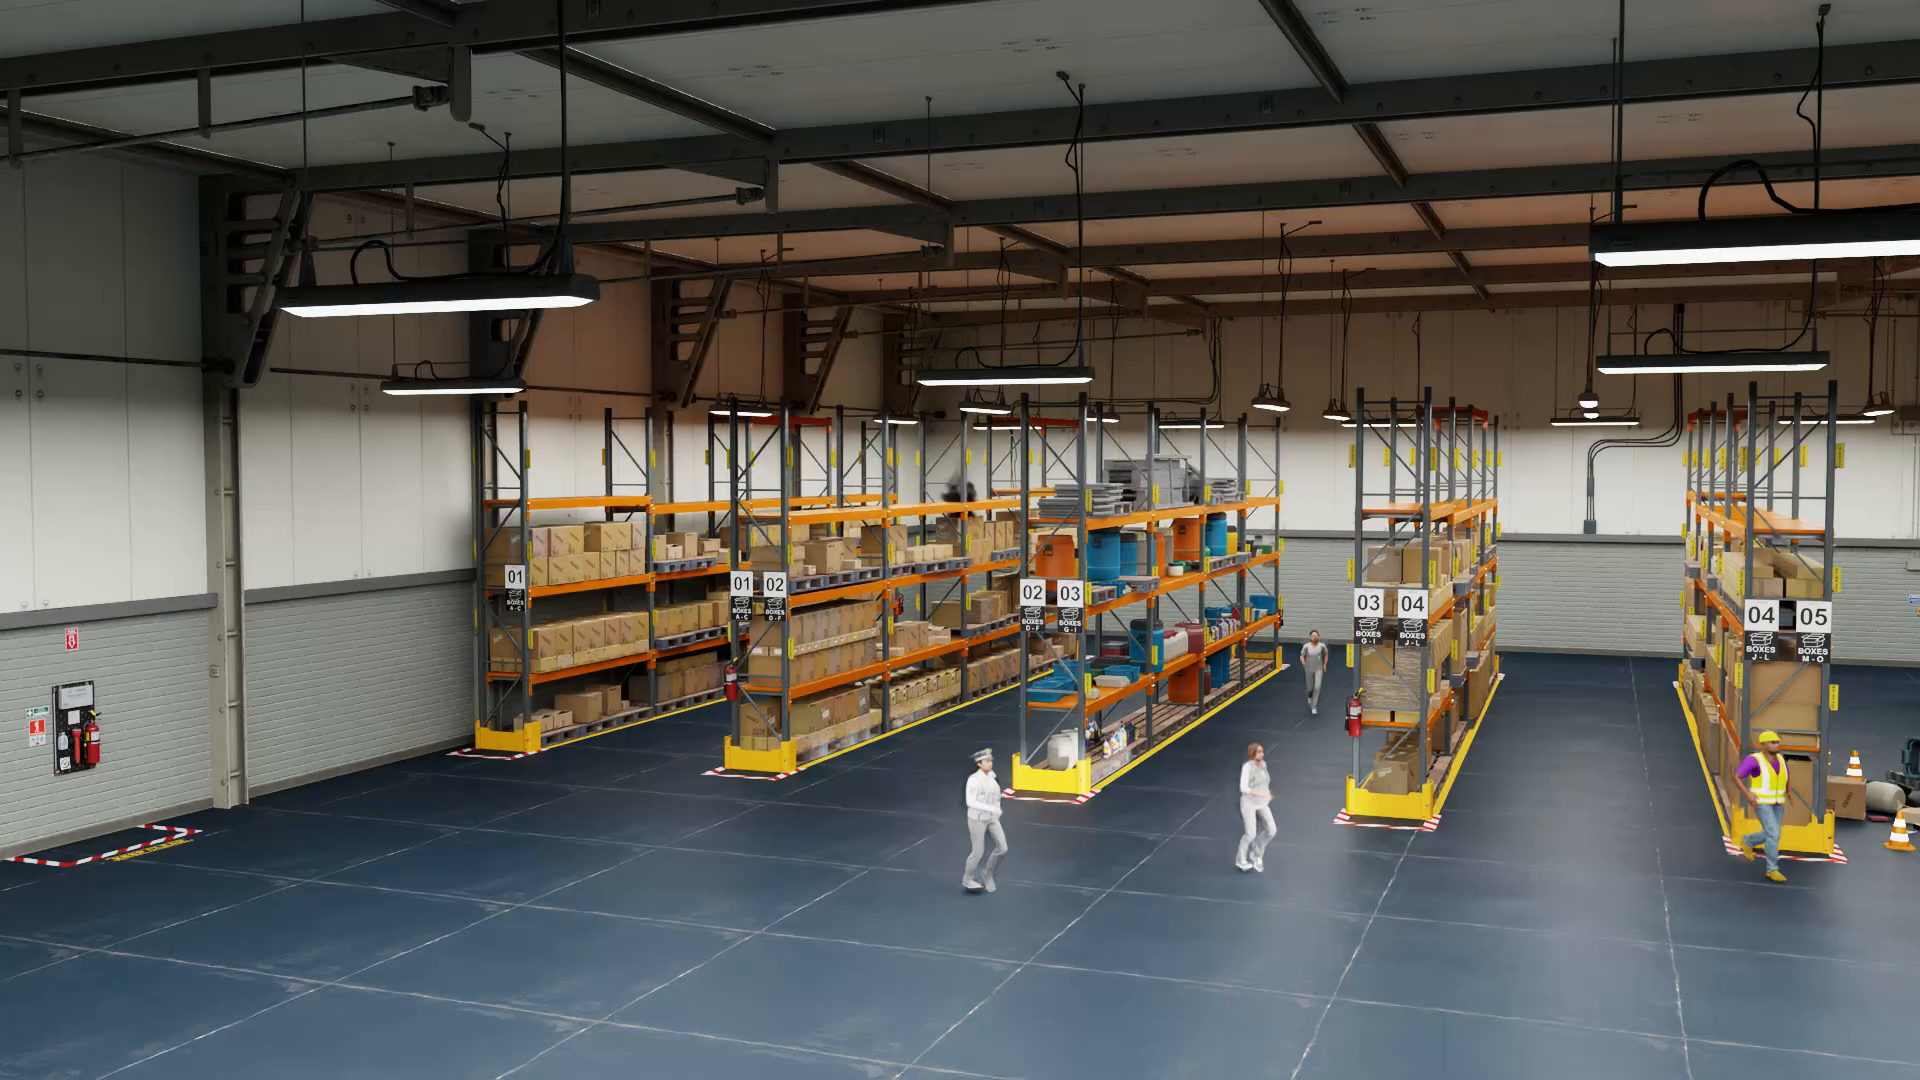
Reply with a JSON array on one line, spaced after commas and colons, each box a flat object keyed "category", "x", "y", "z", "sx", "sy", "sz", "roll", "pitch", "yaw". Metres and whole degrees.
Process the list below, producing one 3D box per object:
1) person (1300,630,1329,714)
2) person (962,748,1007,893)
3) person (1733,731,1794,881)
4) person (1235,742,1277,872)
[{"category": "person", "x": 7.017, "y": 2.586, "z": 32.925, "sx": 0.557, "sy": 1.638, "sz": 0.804, "roll": 1, "pitch": 3, "yaw": 11}, {"category": "person", "x": 0.312, "y": 3.237, "z": 19.136, "sx": 0.643, "sy": 1.708, "sz": 0.660, "roll": -3, "pitch": 4, "yaw": -44}, {"category": "person", "x": 9.684, "y": 3.157, "z": 20.025, "sx": 0.733, "sy": 1.746, "sz": 0.831, "roll": -1, "pitch": 3, "yaw": -19}, {"category": "person", "x": 3.596, "y": 3.235, "z": 20.074, "sx": 0.569, "sy": 1.589, "sz": 0.641, "roll": -2, "pitch": 3, "yaw": -35}]
